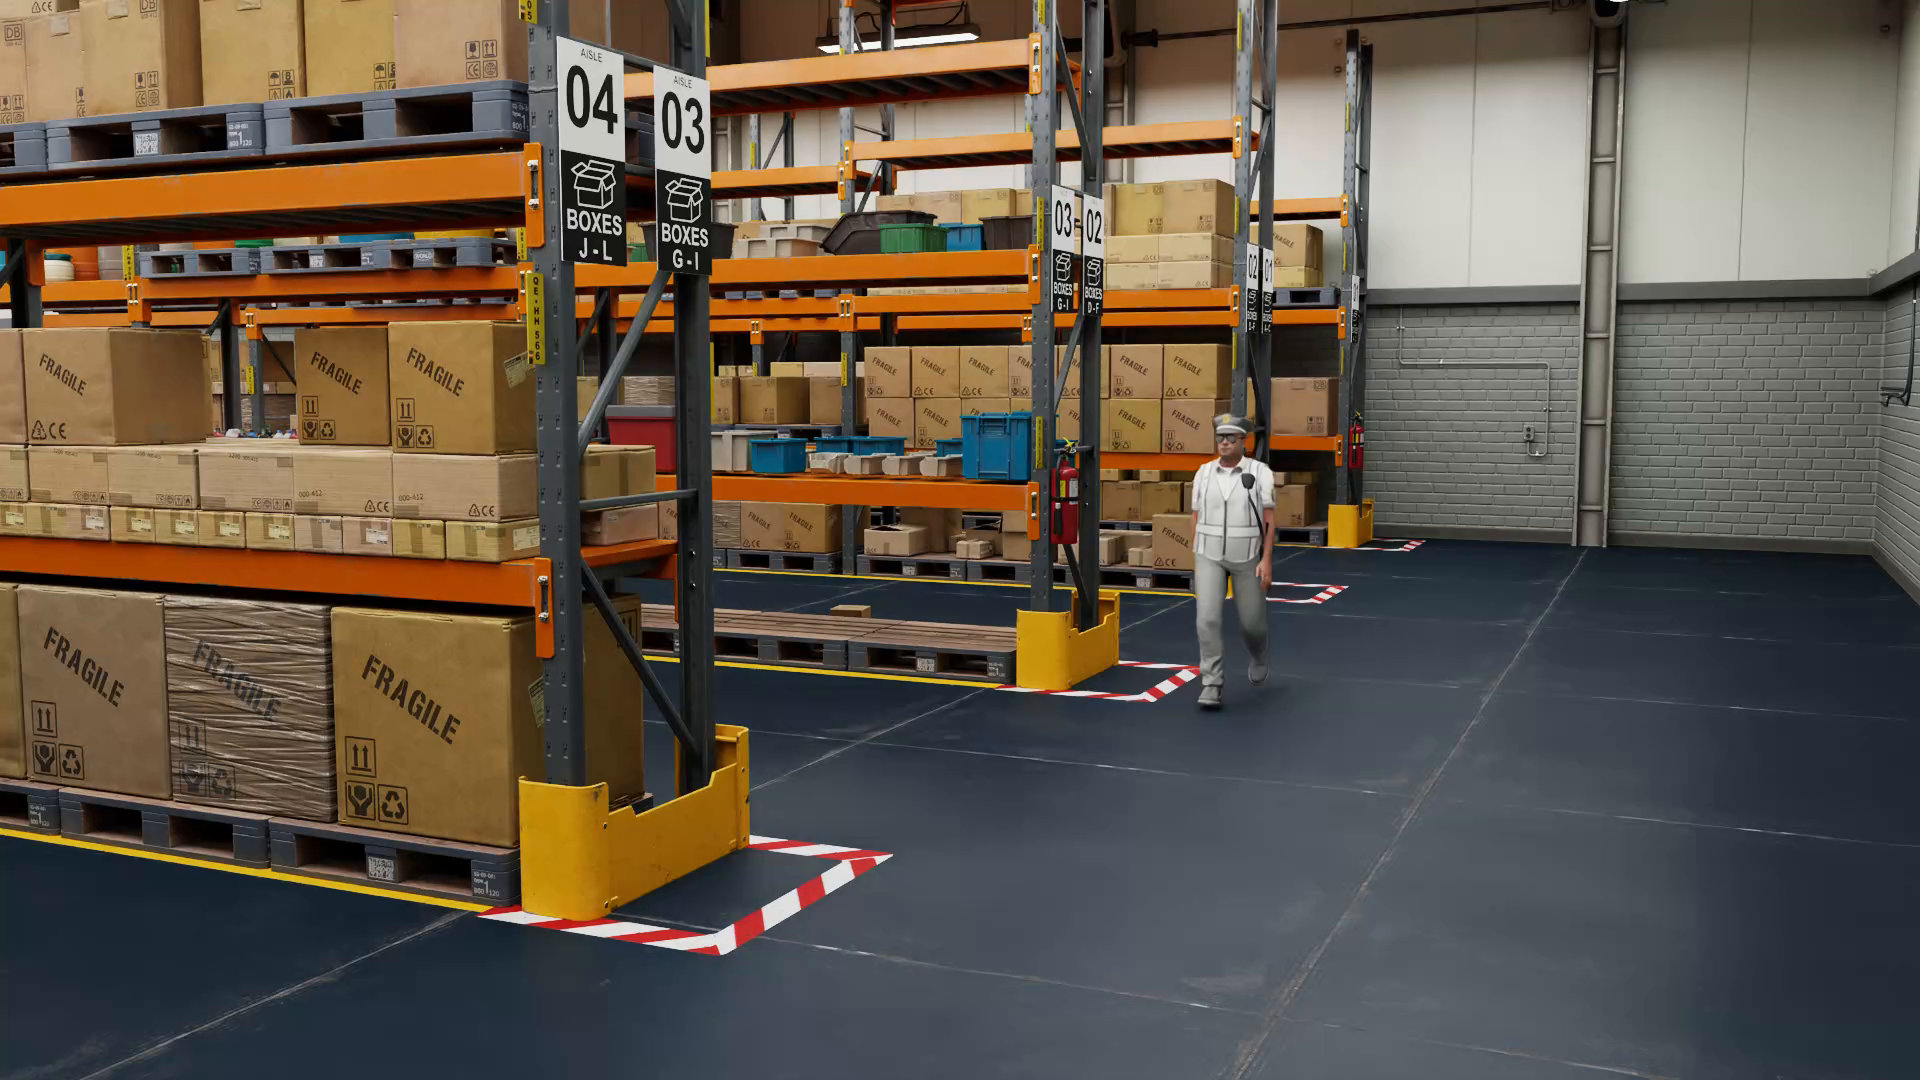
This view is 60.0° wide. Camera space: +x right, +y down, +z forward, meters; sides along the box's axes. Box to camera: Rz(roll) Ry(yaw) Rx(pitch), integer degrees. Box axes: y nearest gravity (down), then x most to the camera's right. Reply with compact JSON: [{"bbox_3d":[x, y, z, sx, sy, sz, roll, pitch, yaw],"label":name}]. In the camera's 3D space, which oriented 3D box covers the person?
[{"bbox_3d":[1.670,0.097,10.209,0.529,1.747,0.814,2,6,17],"label":"person"}]
